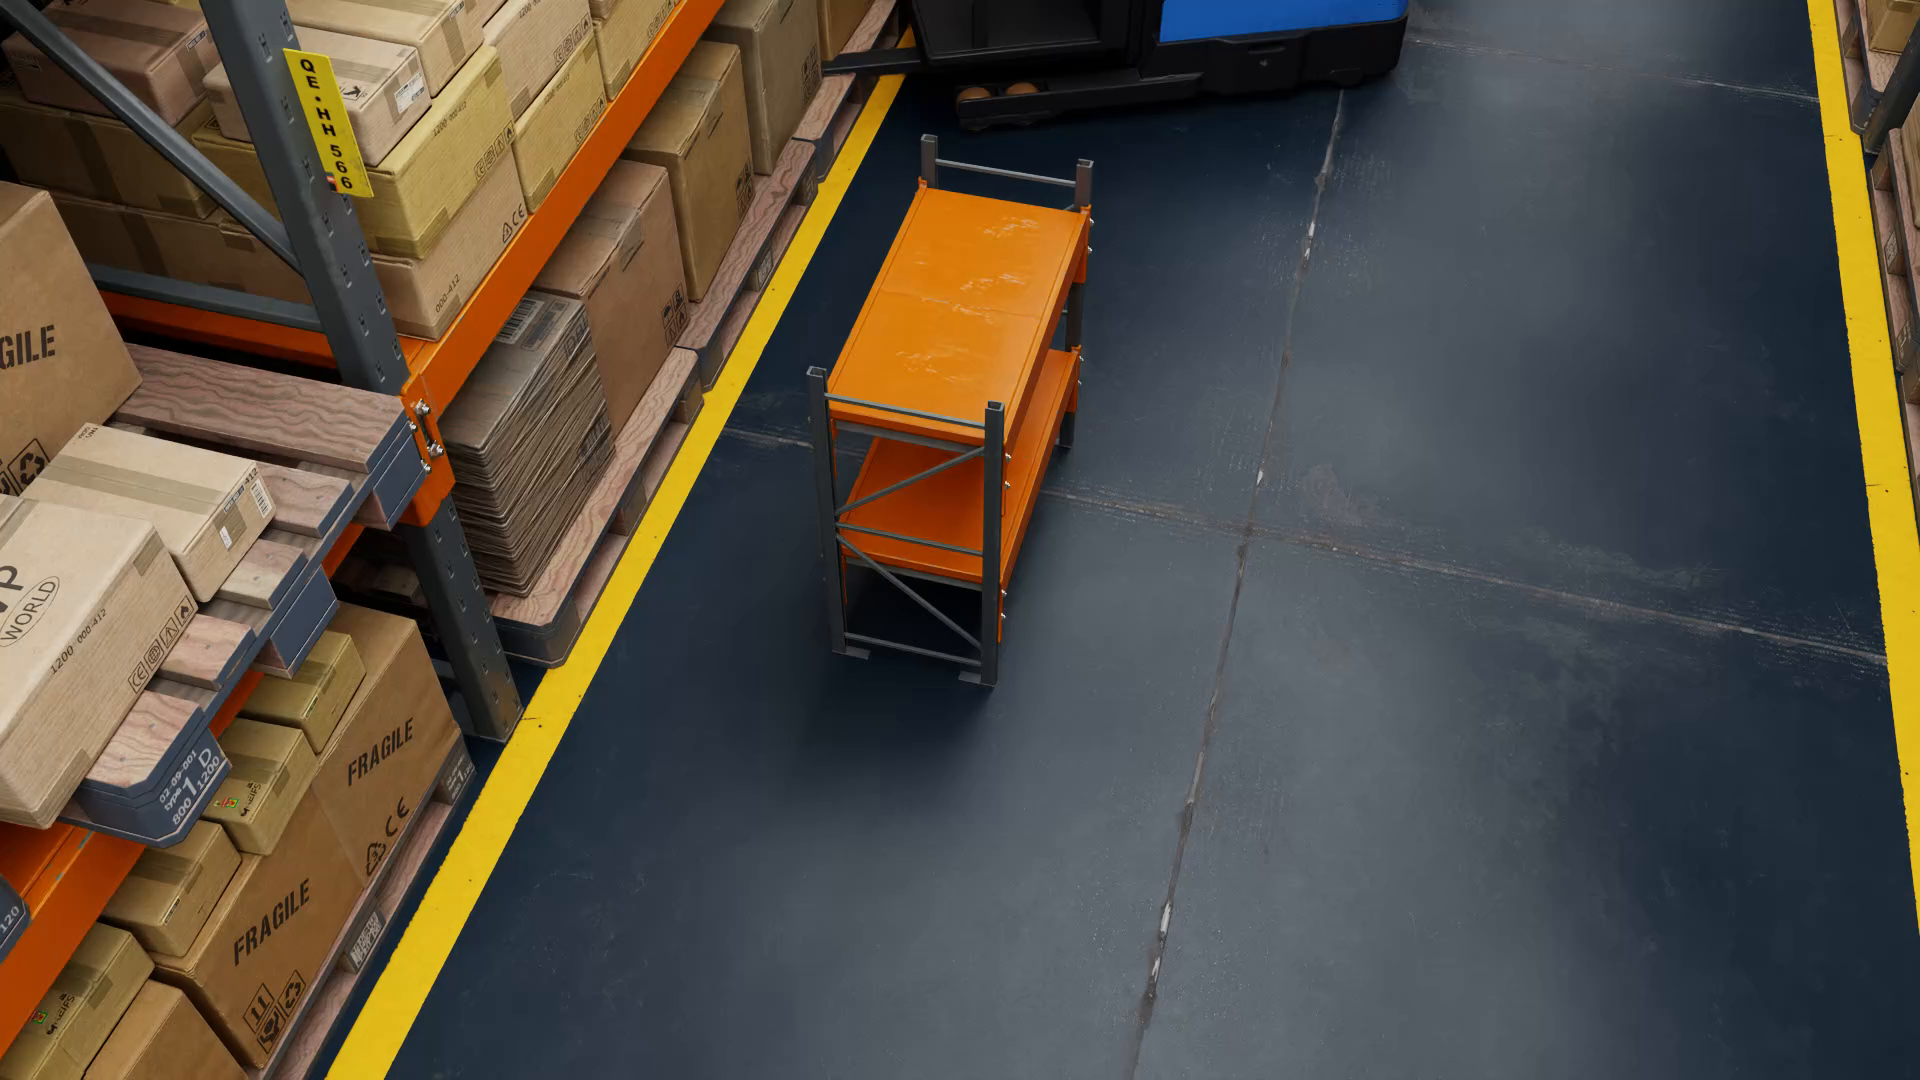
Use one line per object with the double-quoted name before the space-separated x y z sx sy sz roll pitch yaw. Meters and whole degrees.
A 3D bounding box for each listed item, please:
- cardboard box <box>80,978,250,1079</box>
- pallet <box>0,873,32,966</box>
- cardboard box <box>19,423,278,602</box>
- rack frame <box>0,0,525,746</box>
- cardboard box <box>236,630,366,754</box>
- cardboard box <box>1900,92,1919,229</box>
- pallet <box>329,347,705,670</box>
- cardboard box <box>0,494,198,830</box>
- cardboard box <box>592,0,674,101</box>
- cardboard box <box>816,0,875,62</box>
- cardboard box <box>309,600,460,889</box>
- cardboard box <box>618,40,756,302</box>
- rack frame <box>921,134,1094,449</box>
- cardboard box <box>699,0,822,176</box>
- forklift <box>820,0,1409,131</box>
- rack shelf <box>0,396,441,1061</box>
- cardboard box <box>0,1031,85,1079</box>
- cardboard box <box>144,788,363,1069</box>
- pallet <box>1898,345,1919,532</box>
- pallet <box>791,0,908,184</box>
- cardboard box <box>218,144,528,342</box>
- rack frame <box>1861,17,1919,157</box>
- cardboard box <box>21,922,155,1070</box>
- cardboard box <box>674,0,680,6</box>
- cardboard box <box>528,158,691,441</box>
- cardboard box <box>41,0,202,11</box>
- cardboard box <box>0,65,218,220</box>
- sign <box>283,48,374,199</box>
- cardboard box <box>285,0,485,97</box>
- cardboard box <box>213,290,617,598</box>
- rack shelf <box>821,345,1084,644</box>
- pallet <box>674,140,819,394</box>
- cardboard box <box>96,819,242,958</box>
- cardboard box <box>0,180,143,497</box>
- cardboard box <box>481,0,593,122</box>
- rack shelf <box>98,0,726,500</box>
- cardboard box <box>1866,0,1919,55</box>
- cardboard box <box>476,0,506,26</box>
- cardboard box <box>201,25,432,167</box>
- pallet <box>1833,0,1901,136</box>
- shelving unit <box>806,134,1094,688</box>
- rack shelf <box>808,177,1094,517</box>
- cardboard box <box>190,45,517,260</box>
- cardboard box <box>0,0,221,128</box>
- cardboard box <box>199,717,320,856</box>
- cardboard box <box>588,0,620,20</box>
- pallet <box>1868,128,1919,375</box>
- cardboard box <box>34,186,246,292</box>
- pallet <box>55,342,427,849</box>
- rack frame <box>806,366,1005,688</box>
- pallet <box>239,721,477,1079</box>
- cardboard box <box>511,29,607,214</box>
"cardboard box" -1.938 1.225 3.556 0.500 0.500 0.500 14 50 12
"pallet" -2.265 0.920 2.565 1.003 0.211 1.213 12 50 10
"cardboard box" -1.560 -0.056 3.186 0.380 0.149 0.250 12 50 11
"rack frame" -1.757 -0.551 3.736 1.000 3.000 0.127 12 50 10
"cardboard box" -1.643 0.330 3.913 0.380 0.149 0.250 9 49 8
"cardboard box" 3.949 -1.357 5.919 0.950 0.372 0.625 12 50 11
"pallet" -1.503 -0.216 5.300 1.003 0.211 1.213 12 50 10
"cardboard box" -1.723 0.187 2.904 0.500 0.250 0.500 9 49 8
"cardboard box" -1.139 -1.511 4.683 0.500 0.250 0.500 10 49 9
"cardboard box" -0.831 -2.418 6.687 0.875 0.625 0.625 14 50 12
"cardboard box" -1.661 0.486 4.208 0.500 0.500 0.500 13 50 11
"cardboard box" -1.239 -1.314 5.713 0.875 0.625 0.625 10 49 8
"rack frame" 0.132 -0.735 5.148 0.500 1.125 0.032 12 50 10
"cardboard box" -1.043 -1.858 6.193 0.875 0.625 0.625 11 50 10
"forklift" 0.255 -3.050 5.987 3.031 2.935 1.130 -7 49 -6
"rack shelf" -2.284 1.134 2.728 1.077 0.370 4.000 12 50 10
"cardboard box" -1.975 1.078 3.253 0.380 0.149 0.250 11 49 9
"cardboard box" -1.803 0.846 3.890 0.500 0.500 0.500 11 49 9
"pallet" 3.562 -0.096 5.194 1.003 0.211 1.213 12 50 10
"pallet" -0.861 -1.981 6.857 1.003 0.211 1.213 12 50 10
"cardboard box" -1.405 -0.774 4.032 0.500 0.250 0.500 12 50 10
"rack frame" 4.085 -2.467 5.427 1.000 3.000 0.127 12 50 10
"cardboard box" -1.910 0.897 3.412 0.380 0.149 0.250 13 50 11
"cardboard box" -1.001 -1.886 5.014 0.500 0.250 0.500 13 50 11
"cardboard box" -1.416 -0.827 5.283 0.875 0.625 0.625 13 50 11
"cardboard box" -1.906 -1.285 3.884 0.380 0.149 0.250 13 50 11
"cardboard box" -1.907 -1.046 3.939 0.500 0.250 0.500 13 50 11
"sign" -1.231 -0.808 3.243 0.100 0.325 0.005 12 50 10
"cardboard box" -1.320 -1.164 3.778 0.380 0.149 0.250 13 50 11
"cardboard box" -1.580 -0.352 4.864 0.875 0.625 0.625 13 50 11
"rack shelf" -0.002 -0.206 5.007 0.538 0.278 1.000 12 50 10
"pallet" -1.180 -1.096 6.076 1.003 0.211 1.213 12 50 10
"cardboard box" -1.797 0.715 3.573 0.380 0.149 0.250 10 49 9
"cardboard box" -2.044 -0.381 3.239 0.500 0.500 0.500 14 50 12
"cardboard box" -1.272 -1.301 4.164 0.500 0.250 0.500 13 50 11
"rack shelf" -1.231 -1.759 5.282 1.077 0.370 4.000 12 50 10
"cardboard box" 3.981 -2.177 6.725 0.500 0.250 0.500 14 50 12
"cardboard box" -1.278 -1.355 3.946 0.380 0.149 0.250 13 50 11
"cardboard box" -1.389 -0.971 3.607 0.380 0.149 0.250 13 50 11
"pallet" 4.228 -2.037 6.907 1.003 0.211 1.213 12 50 10
"shelving unit" -0.002 -0.367 4.824 0.538 1.125 1.048 12 50 10
"rack shelf" -0.002 -0.561 4.605 0.538 0.278 1.000 12 50 10
"cardboard box" -1.381 -0.934 3.841 0.500 0.250 0.500 12 50 10
"cardboard box" -1.867 -1.074 3.698 0.380 0.149 0.250 13 50 11
"cardboard box" -1.685 0.533 3.733 0.380 0.149 0.250 9 49 8
"cardboard box" -1.117 -1.676 4.495 0.500 0.250 0.500 10 49 9
"pallet" 3.881 -0.981 5.975 1.003 0.211 1.213 12 50 10
"cardboard box" -1.886 -0.877 4.123 0.500 0.250 0.500 11 49 9
"pallet" -1.868 0.017 3.363 1.213 0.211 1.003 12 50 10
"rack frame" -0.136 0.000 4.499 0.500 1.125 0.032 12 50 10
"pallet" -1.990 0.904 4.311 1.003 0.211 1.213 12 50 10
"cardboard box" -1.268 -1.137 4.353 0.500 0.250 0.500 11 49 9
